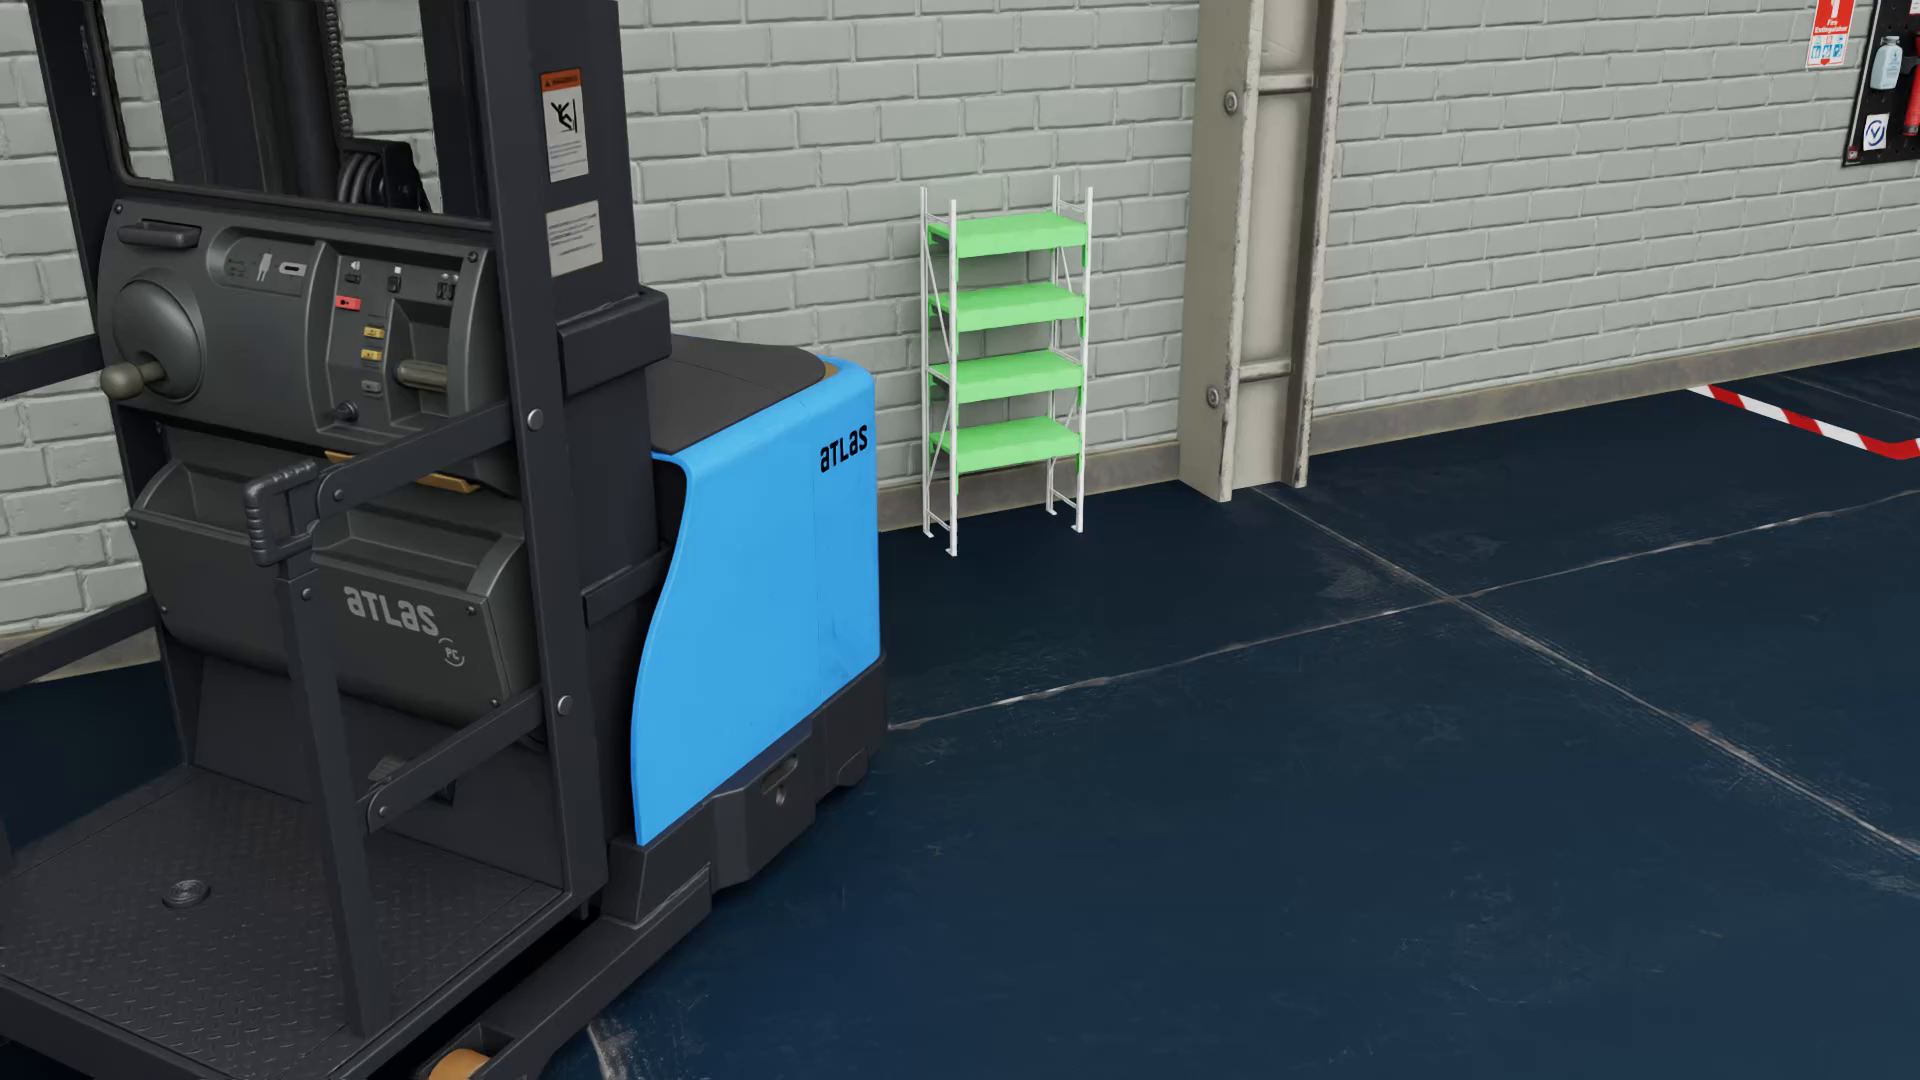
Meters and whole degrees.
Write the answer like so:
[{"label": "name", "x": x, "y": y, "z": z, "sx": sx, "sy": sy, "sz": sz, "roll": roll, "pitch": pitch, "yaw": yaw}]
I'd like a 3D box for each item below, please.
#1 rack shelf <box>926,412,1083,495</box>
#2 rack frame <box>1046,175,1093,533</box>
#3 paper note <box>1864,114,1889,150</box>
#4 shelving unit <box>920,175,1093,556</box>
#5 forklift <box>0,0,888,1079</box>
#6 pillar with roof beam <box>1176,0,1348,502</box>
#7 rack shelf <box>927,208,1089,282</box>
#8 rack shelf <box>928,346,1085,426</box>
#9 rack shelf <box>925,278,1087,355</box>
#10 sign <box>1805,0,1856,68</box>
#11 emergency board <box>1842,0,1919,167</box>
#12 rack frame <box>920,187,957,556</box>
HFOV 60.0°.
[{"label": "rack shelf", "x": 0.149, "y": -0.301, "z": 5.703, "sx": 0.480, "sy": 0.148, "sz": 0.258, "roll": -10, "pitch": 25, "yaw": -24}, {"label": "rack frame", "x": 0.369, "y": -0.622, "z": 5.685, "sx": 0.015, "sy": 1.200, "sz": 0.240, "roll": -10, "pitch": 25, "yaw": -24}, {"label": "paper note", "x": 4.033, "y": -1.795, "z": 7.316, "sx": 0.142, "sy": 0.148, "sz": 0.016, "roll": -10, "pitch": 25, "yaw": -24}, {"label": "shelving unit", "x": 0.149, "y": -0.582, "z": 5.587, "sx": 0.503, "sy": 1.200, "sz": 0.258, "roll": -10, "pitch": 25, "yaw": -24}, {"label": "forklift", "x": -1.313, "y": -0.373, "z": 2.818, "sx": 1.130, "sy": 2.935, "sz": 3.031, "roll": 11, "pitch": 25, "yaw": 25}, {"label": "pillar with roof beam", "x": 2.926, "y": -2.897, "z": 0.984, "sx": 0.400, "sy": 9.000, "sz": 9.100, "roll": -10, "pitch": 25, "yaw": -24}, {"label": "rack shelf", "x": 0.149, "y": -0.966, "z": 5.428, "sx": 0.480, "sy": 0.148, "sz": 0.258, "roll": -10, "pitch": 25, "yaw": -24}, {"label": "rack shelf", "x": 0.149, "y": -0.523, "z": 5.611, "sx": 0.480, "sy": 0.148, "sz": 0.258, "roll": -10, "pitch": 25, "yaw": -24}, {"label": "rack shelf", "x": 0.149, "y": -0.745, "z": 5.519, "sx": 0.480, "sy": 0.148, "sz": 0.258, "roll": -10, "pitch": 25, "yaw": -24}, {"label": "sign", "x": 3.680, "y": -2.168, "z": 7.018, "sx": 0.234, "sy": 0.329, "sz": 0.001, "roll": -10, "pitch": 25, "yaw": -24}, {"label": "emergency board", "x": 4.222, "y": -2.207, "z": 7.161, "sx": 0.643, "sy": 1.169, "sz": 0.194, "roll": -10, "pitch": 25, "yaw": -24}, {"label": "rack frame", "x": -0.071, "y": -0.541, "z": 5.489, "sx": 0.015, "sy": 1.200, "sz": 0.240, "roll": -10, "pitch": 25, "yaw": -24}]
